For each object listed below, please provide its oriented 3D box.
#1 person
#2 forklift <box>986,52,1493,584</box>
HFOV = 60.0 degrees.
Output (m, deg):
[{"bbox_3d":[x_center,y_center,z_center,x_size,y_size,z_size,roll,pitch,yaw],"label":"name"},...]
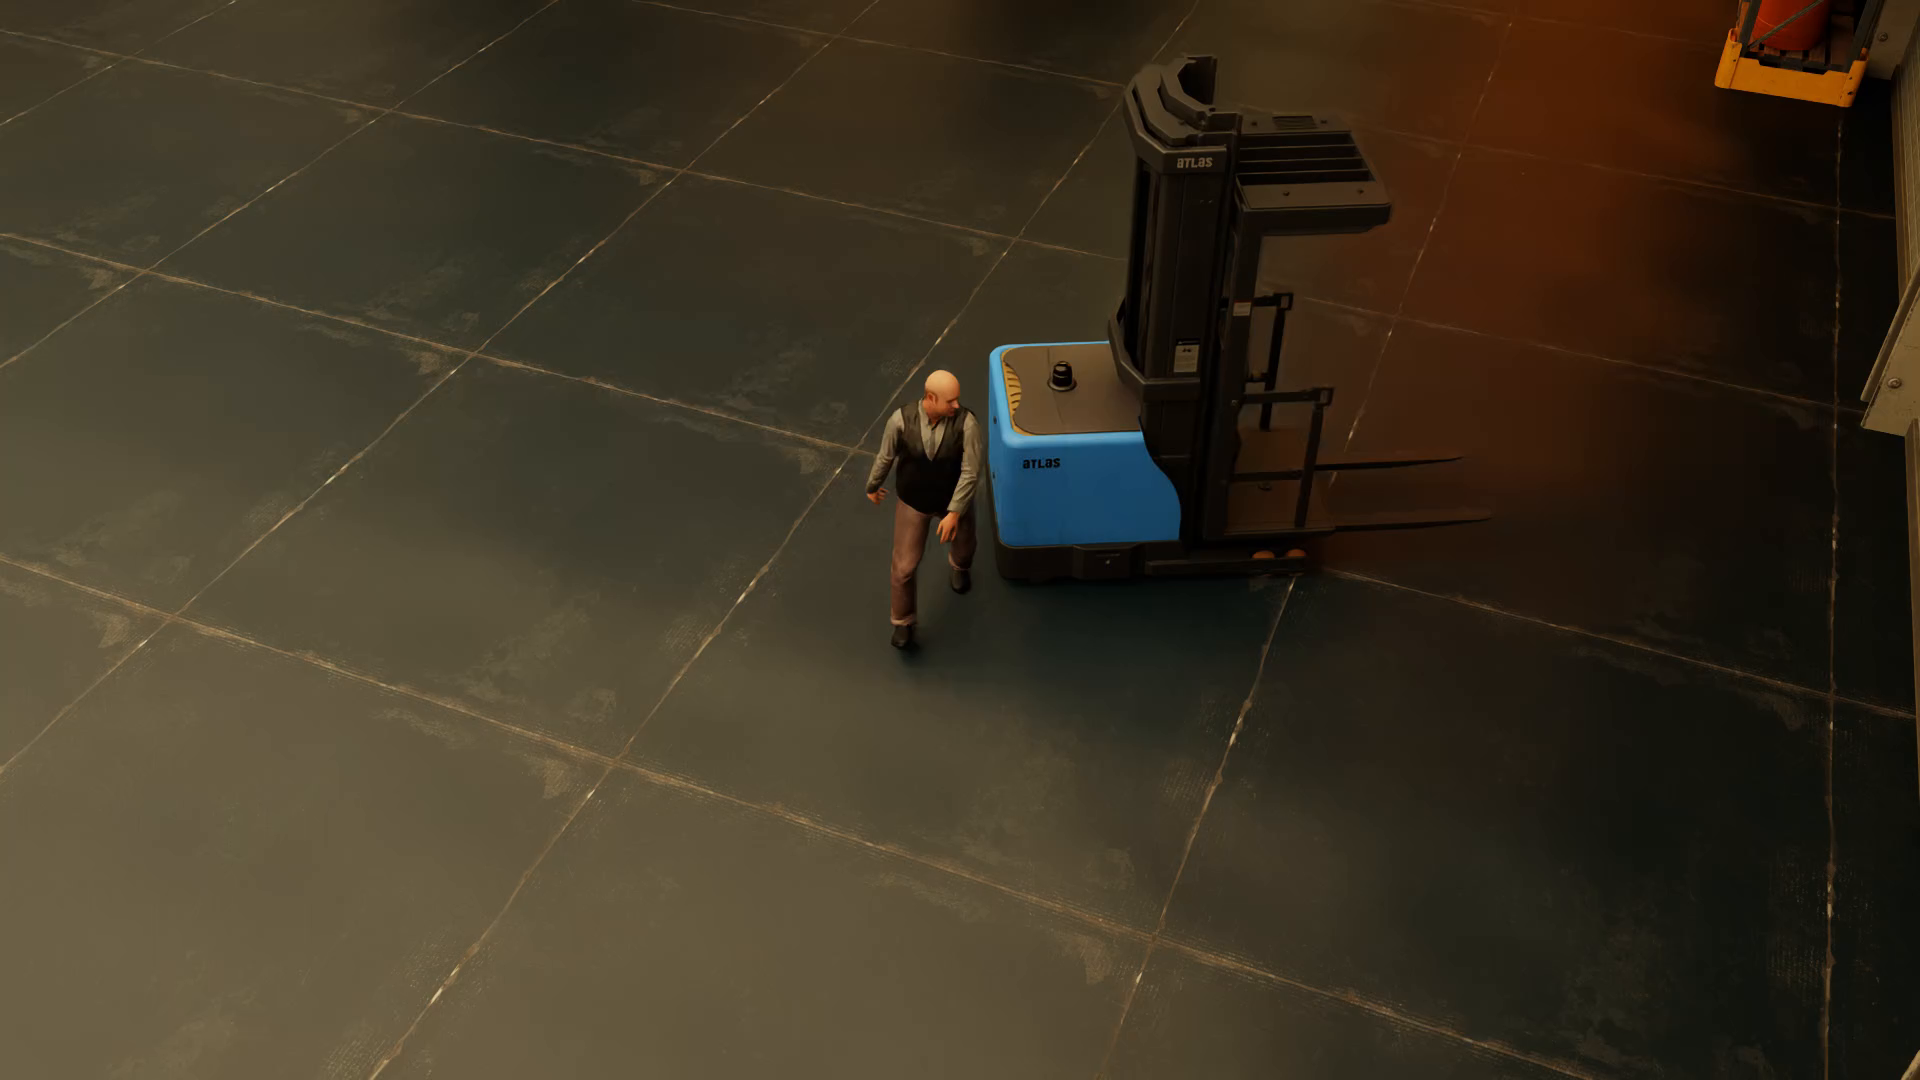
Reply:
[{"bbox_3d":[-0.193,-0.210,9.277,0.670,1.656,0.866,-1,40,-1],"label":"person"},{"bbox_3d":[1.705,-1.235,9.482,3.031,2.935,1.130,-3,40,-3],"label":"forklift"}]
